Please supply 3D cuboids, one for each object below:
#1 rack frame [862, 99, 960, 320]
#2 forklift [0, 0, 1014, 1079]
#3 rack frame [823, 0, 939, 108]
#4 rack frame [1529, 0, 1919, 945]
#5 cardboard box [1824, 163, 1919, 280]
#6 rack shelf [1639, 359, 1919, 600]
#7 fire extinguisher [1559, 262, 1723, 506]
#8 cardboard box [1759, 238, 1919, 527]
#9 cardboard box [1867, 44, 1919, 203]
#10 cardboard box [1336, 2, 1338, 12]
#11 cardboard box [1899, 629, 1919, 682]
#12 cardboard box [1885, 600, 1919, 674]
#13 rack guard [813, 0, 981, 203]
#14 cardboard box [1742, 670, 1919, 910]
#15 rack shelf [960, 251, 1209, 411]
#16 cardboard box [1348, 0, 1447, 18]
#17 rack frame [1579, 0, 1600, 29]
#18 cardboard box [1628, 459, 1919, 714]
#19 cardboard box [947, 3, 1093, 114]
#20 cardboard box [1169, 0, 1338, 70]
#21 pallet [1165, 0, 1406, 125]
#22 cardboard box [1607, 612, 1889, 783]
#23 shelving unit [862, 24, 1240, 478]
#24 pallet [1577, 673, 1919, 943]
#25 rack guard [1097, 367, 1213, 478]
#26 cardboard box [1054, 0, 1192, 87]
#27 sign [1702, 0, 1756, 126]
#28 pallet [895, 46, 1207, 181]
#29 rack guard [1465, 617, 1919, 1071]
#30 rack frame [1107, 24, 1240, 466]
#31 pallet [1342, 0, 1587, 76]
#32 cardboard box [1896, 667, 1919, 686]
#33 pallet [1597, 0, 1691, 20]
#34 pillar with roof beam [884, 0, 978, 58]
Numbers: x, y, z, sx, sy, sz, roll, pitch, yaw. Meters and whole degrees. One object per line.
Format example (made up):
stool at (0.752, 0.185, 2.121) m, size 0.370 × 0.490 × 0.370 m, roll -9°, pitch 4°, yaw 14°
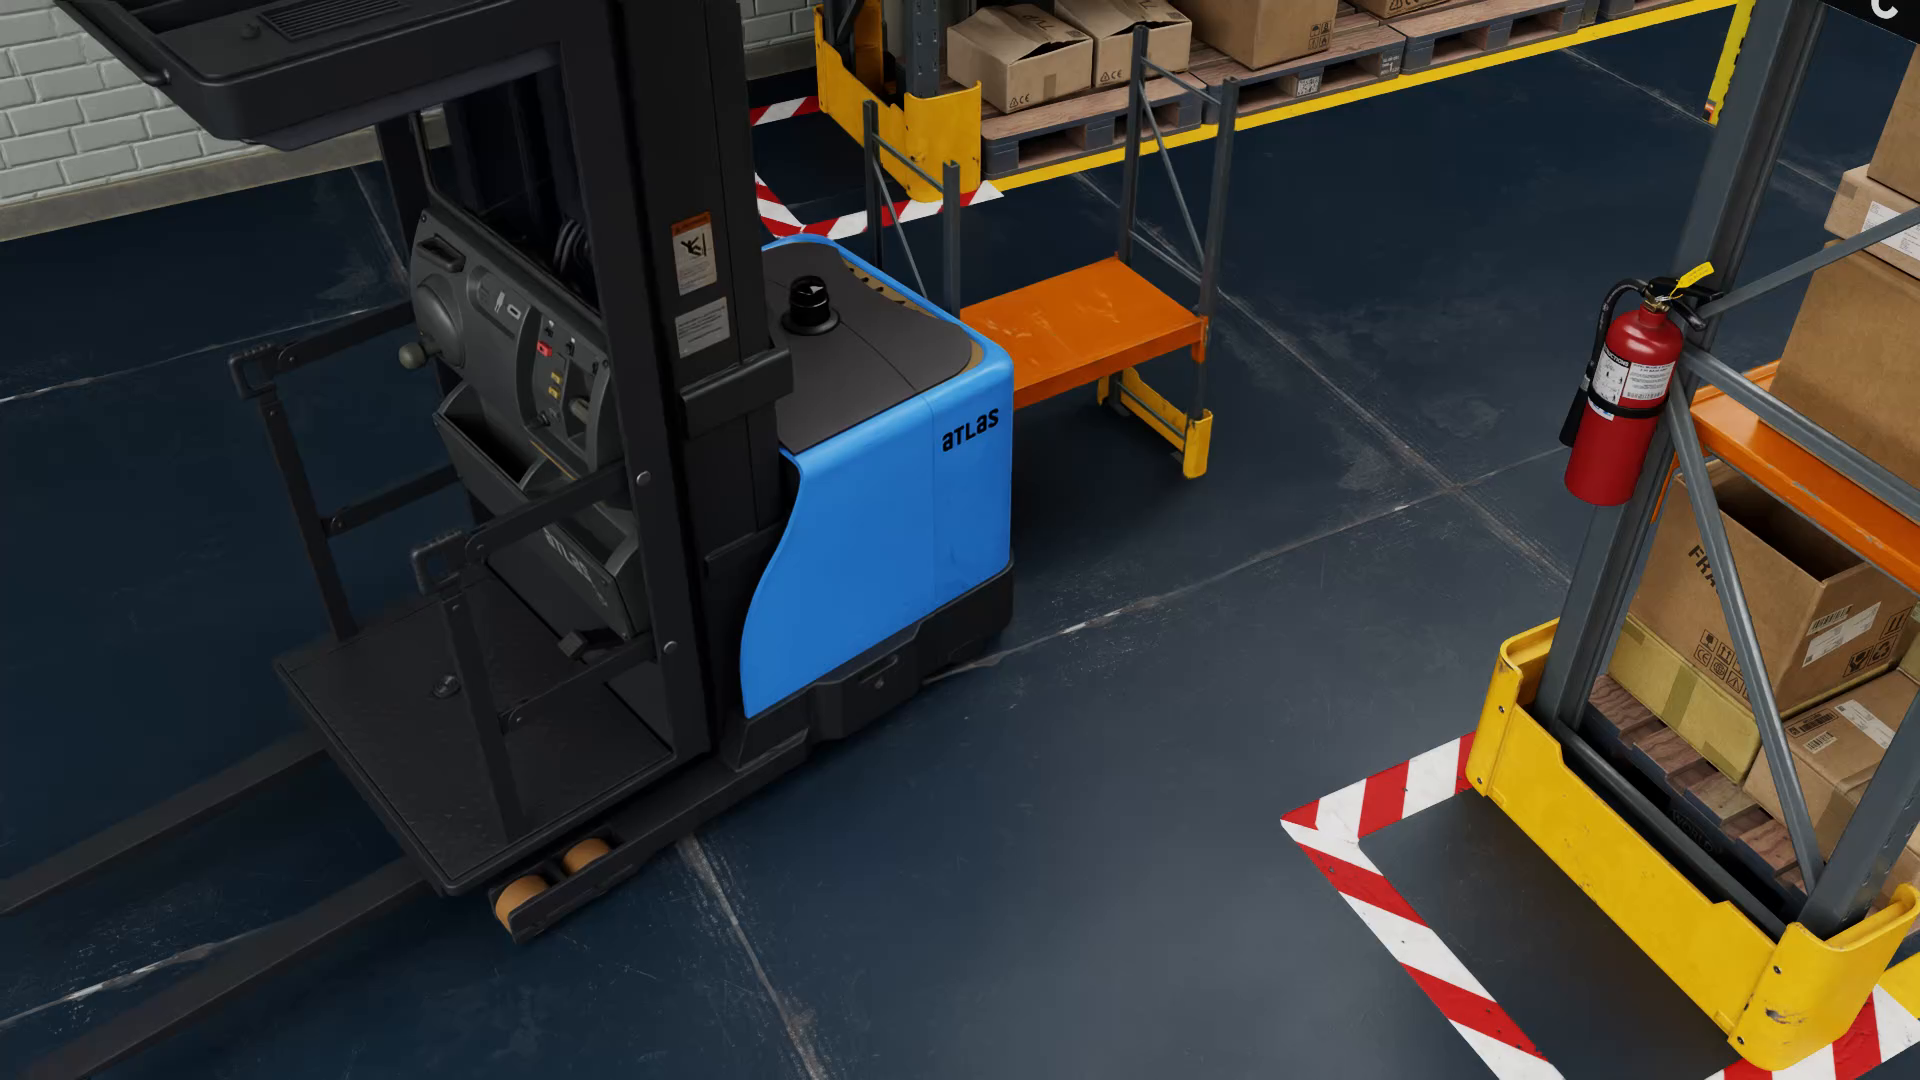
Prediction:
rack frame at (-0.146, -0.612, 5.312) m, size 0.032 × 1.500 × 0.500 m, roll -22°, pitch 45°, yaw -24°
forklift at (-1.273, -0.435, 3.995) m, size 3.031 × 2.935 × 1.130 m, roll -29°, pitch 48°, yaw -30°
rack frame at (-0.373, -3.027, 7.005) m, size 0.127 × 3.000 × 1.000 m, roll -19°, pitch 44°, yaw -21°
rack frame at (1.919, -0.190, 3.653) m, size 0.127 × 3.000 × 1.000 m, roll -19°, pitch 44°, yaw -21°
cardboard box at (2.170, -0.699, 3.674) m, size 0.250 × 0.149 × 0.380 m, roll -19°, pitch 44°, yaw -21°
rack shelf at (3.693, -0.512, 4.590) m, size 4.000 × 0.370 × 1.077 m, roll -19°, pitch 44°, yaw -21°
fire extinguisher at (1.599, -0.391, 3.950) m, size 0.183 × 0.674 × 0.296 m, roll -19°, pitch 44°, yaw -21°
cardboard box at (2.339, -0.360, 3.776) m, size 0.500 × 0.500 × 0.700 m, roll -19°, pitch 44°, yaw -21°
cardboard box at (2.386, -0.871, 3.376) m, size 0.500 × 0.500 × 0.700 m, roll -18°, pitch 44°, yaw -20°
cardboard box at (1.747, -2.835, 8.644) m, size 0.250 × 0.149 × 0.380 m, roll -22°, pitch 45°, yaw -24°
cardboard box at (2.940, 0.230, 4.379) m, size 0.500 × 0.500 × 0.500 m, roll -19°, pitch 44°, yaw -21°
cardboard box at (2.696, 0.214, 4.979) m, size 0.500 × 0.250 × 0.500 m, roll -19°, pitch 44°, yaw -21°
rack guard at (-0.305, -2.096, 7.839) m, size 0.348 × 0.500 × 1.175 m, roll -19°, pitch 44°, yaw -21°
cardboard box at (2.497, 0.667, 4.444) m, size 0.500 × 0.250 × 0.500 m, roll -19°, pitch 44°, yaw -21°
rack shelf at (0.282, -0.651, 5.637) m, size 1.000 × 0.185 × 0.538 m, roll -22°, pitch 45°, yaw -24°
cardboard box at (2.273, -3.102, 8.687) m, size 0.500 × 0.500 × 0.500 m, roll -22°, pitch 45°, yaw -24°
rack frame at (3.175, -4.221, 8.415) m, size 0.127 × 3.000 × 1.000 m, roll -19°, pitch 44°, yaw -21°
cardboard box at (2.257, 0.083, 4.553) m, size 0.500 × 0.500 × 0.500 m, roll -19°, pitch 44°, yaw -21°
cardboard box at (0.283, -2.324, 7.914) m, size 0.500 × 0.311 × 0.500 m, roll -24°, pitch 46°, yaw -25°
cardboard box at (1.462, -2.756, 8.279) m, size 0.500 × 0.500 × 0.700 m, roll -21°, pitch 45°, yaw -23°
pallet at (1.512, -2.569, 8.622) m, size 1.213 × 0.211 × 1.003 m, roll -19°, pitch 44°, yaw -21°
cardboard box at (2.258, 0.370, 4.794) m, size 0.500 × 0.250 × 0.500 m, roll -19°, pitch 44°, yaw -21°
shelving unit at (0.290, -0.792, 5.525) m, size 1.083 × 1.500 × 0.587 m, roll -22°, pitch 45°, yaw -24°
pallet at (2.578, 0.622, 4.851) m, size 1.213 × 0.211 × 1.003 m, roll -19°, pitch 44°, yaw -21°
rack guard at (0.710, -0.488, 6.133) m, size 0.087 × 0.250 × 0.587 m, roll -22°, pitch 45°, yaw -24°
cardboard box at (0.788, -2.494, 8.115) m, size 0.500 × 0.311 × 0.500 m, roll -15°, pitch 43°, yaw -17°
sign at (1.681, -1.037, 3.574) m, size 0.005 × 0.325 × 0.100 m, roll -19°, pitch 44°, yaw -21°
pallet at (0.432, -2.208, 8.195) m, size 1.213 × 0.211 × 1.003 m, roll -19°, pitch 44°, yaw -21°
rack guard at (1.898, 0.771, 4.452) m, size 0.348 × 0.500 × 1.175 m, roll -19°, pitch 44°, yaw -21°
rack frame at (0.711, -0.965, 5.729) m, size 0.032 × 1.500 × 0.500 m, roll -22°, pitch 45°, yaw -24°
pallet at (2.596, -2.936, 9.055) m, size 1.213 × 0.211 × 1.003 m, roll -19°, pitch 44°, yaw -21°
cardboard box at (2.939, 0.515, 4.623) m, size 0.500 × 0.250 × 0.500 m, roll -19°, pitch 44°, yaw -21°
pallet at (3.865, -3.390, 9.591) m, size 1.213 × 0.211 × 1.003 m, roll -19°, pitch 44°, yaw -21°
pillar with roof beam at (1.837, -3.555, 2.984) m, size 0.400 × 9.000 × 9.100 m, roll -19°, pitch 44°, yaw -21°
